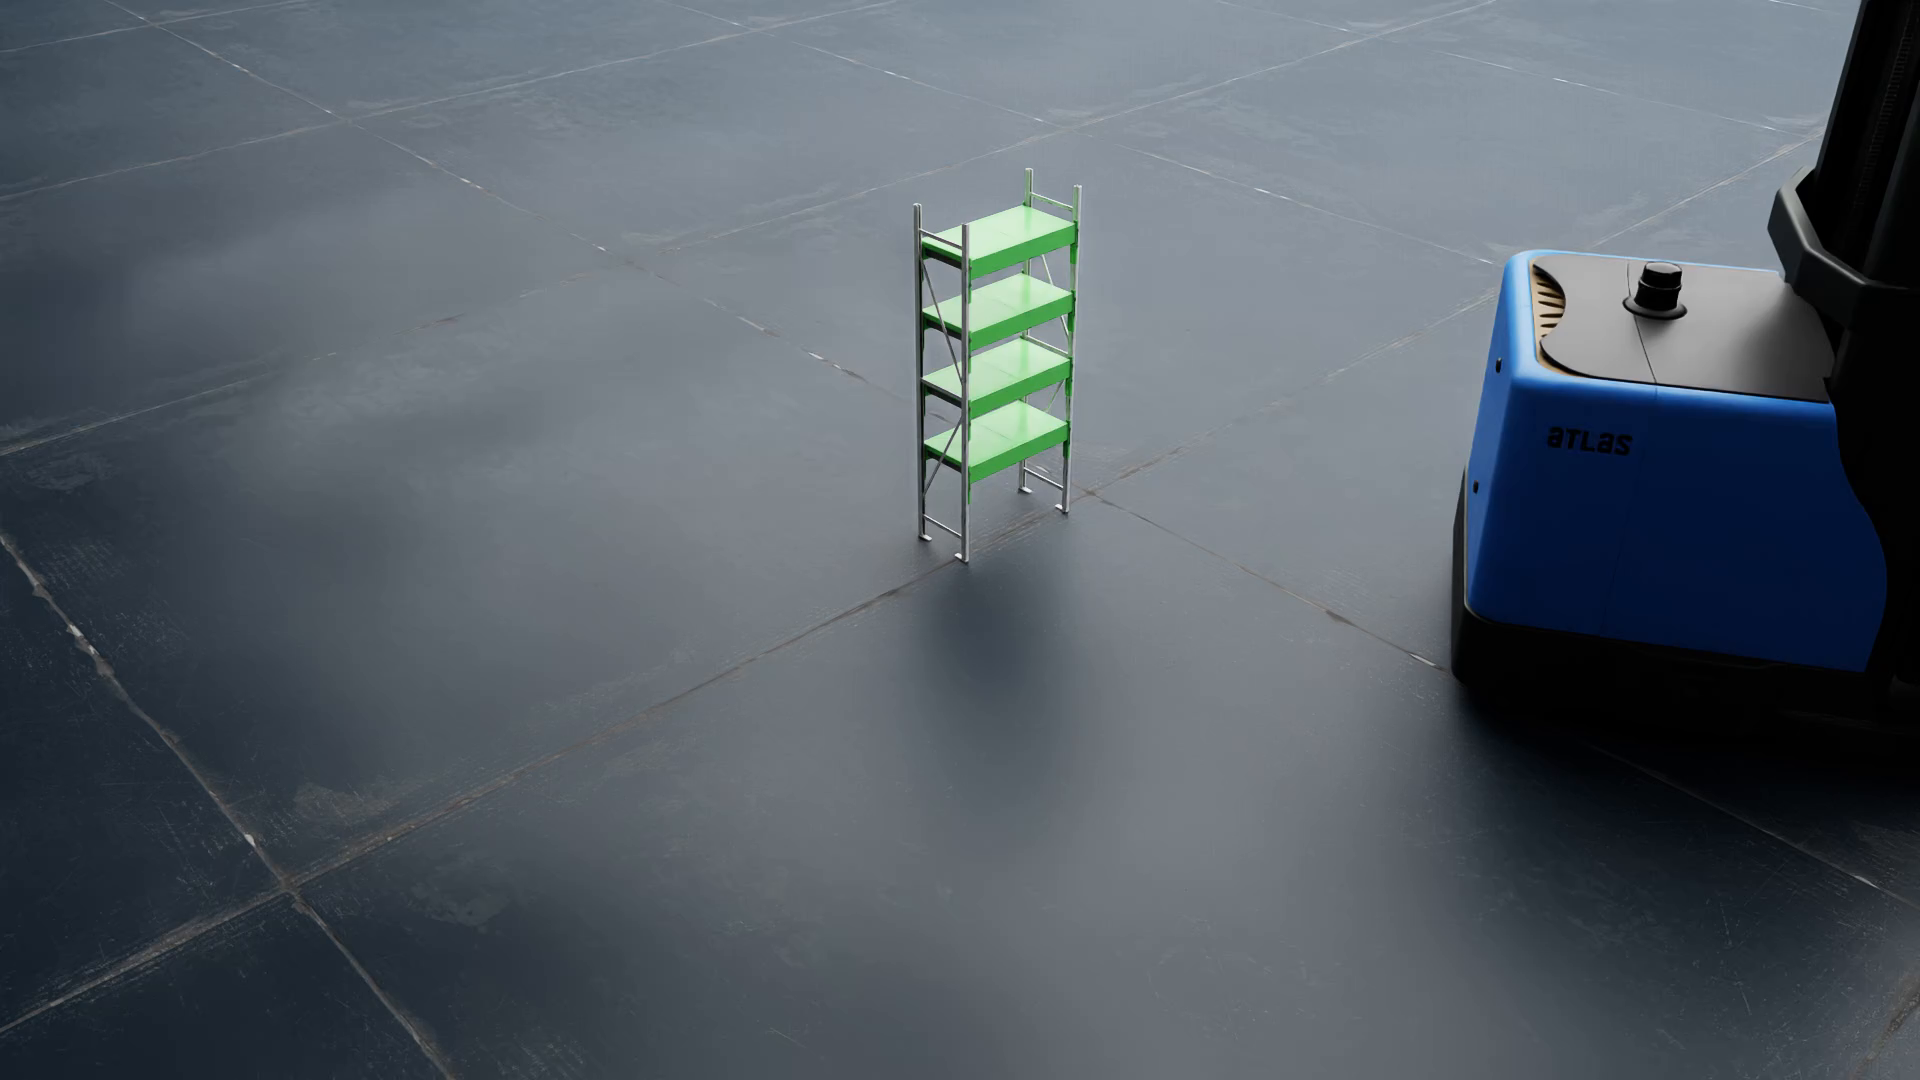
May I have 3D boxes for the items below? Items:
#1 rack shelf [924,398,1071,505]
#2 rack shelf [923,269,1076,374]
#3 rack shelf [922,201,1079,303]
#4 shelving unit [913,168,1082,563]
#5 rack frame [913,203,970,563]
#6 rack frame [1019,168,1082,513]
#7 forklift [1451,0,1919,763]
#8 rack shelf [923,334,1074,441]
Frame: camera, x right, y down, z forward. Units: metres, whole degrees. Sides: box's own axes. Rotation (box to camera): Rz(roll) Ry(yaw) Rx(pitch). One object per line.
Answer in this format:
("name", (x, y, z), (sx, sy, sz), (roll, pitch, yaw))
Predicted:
("rack shelf", (0.121, -0.311, 5.692), (0.480, 0.148, 0.258), (-26, 40, -35))
("rack shelf", (0.121, -0.721, 5.441), (0.480, 0.148, 0.258), (-26, 40, -35))
("rack shelf", (0.121, -0.926, 5.316), (0.480, 0.148, 0.258), (-26, 40, -35))
("shelving unit", (0.121, -0.571, 5.533), (0.503, 1.200, 0.258), (-26, 40, -35))
("rack frame", (-0.058, -0.484, 5.391), (0.015, 1.200, 0.240), (-26, 40, -35))
("rack frame", (0.300, -0.657, 5.675), (0.015, 1.200, 0.240), (-26, 40, -35))
("forklift", (3.044, -0.817, 4.277), (3.031, 2.935, 1.130), (8, 32, 12))
("rack shelf", (0.121, -0.516, 5.566), (0.480, 0.148, 0.258), (-26, 40, -35))
